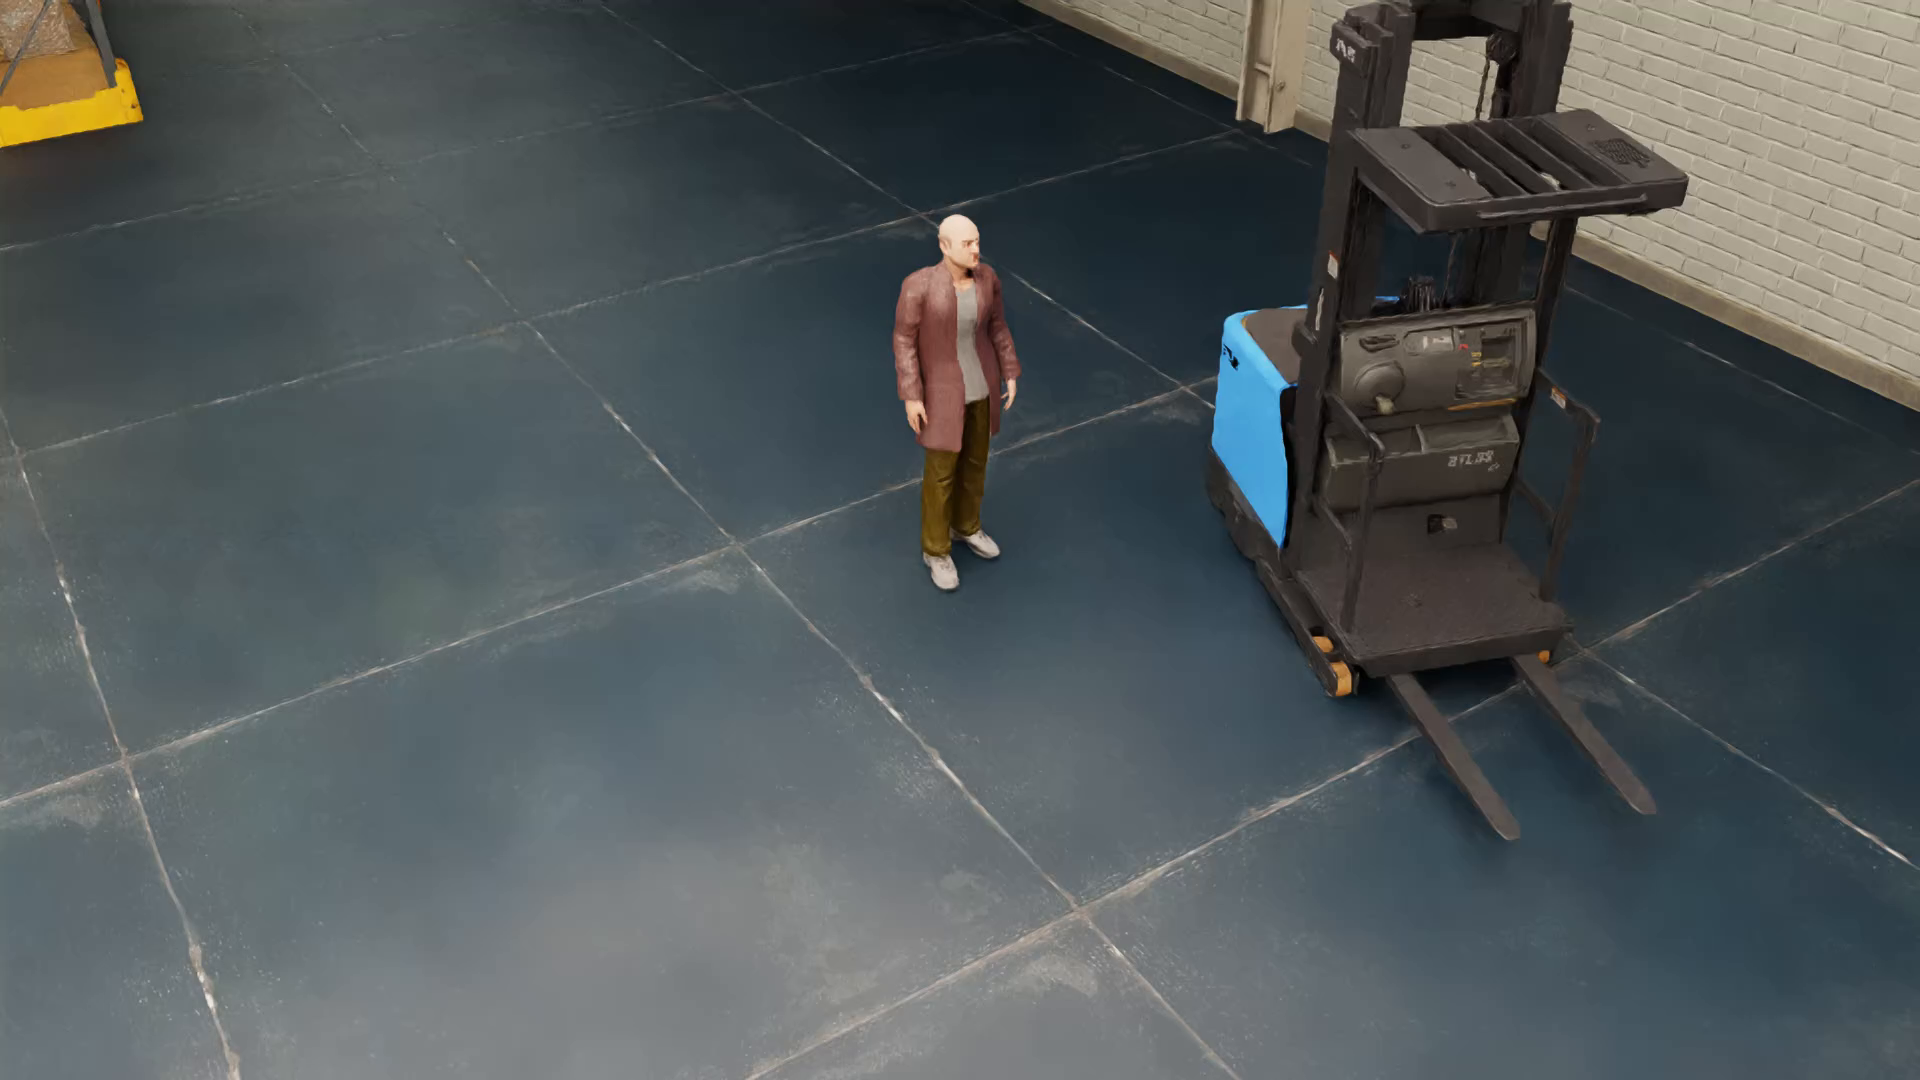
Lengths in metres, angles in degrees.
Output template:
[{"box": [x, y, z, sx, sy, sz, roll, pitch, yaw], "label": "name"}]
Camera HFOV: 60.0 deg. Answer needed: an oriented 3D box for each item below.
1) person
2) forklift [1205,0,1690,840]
[{"box": [0.046, -0.688, 8.117, 0.694, 1.776, 0.580, -21, 40, -27], "label": "person"}, {"box": [2.159, -0.717, 7.169, 1.130, 2.935, 3.031, -8, 36, -11], "label": "forklift"}]
